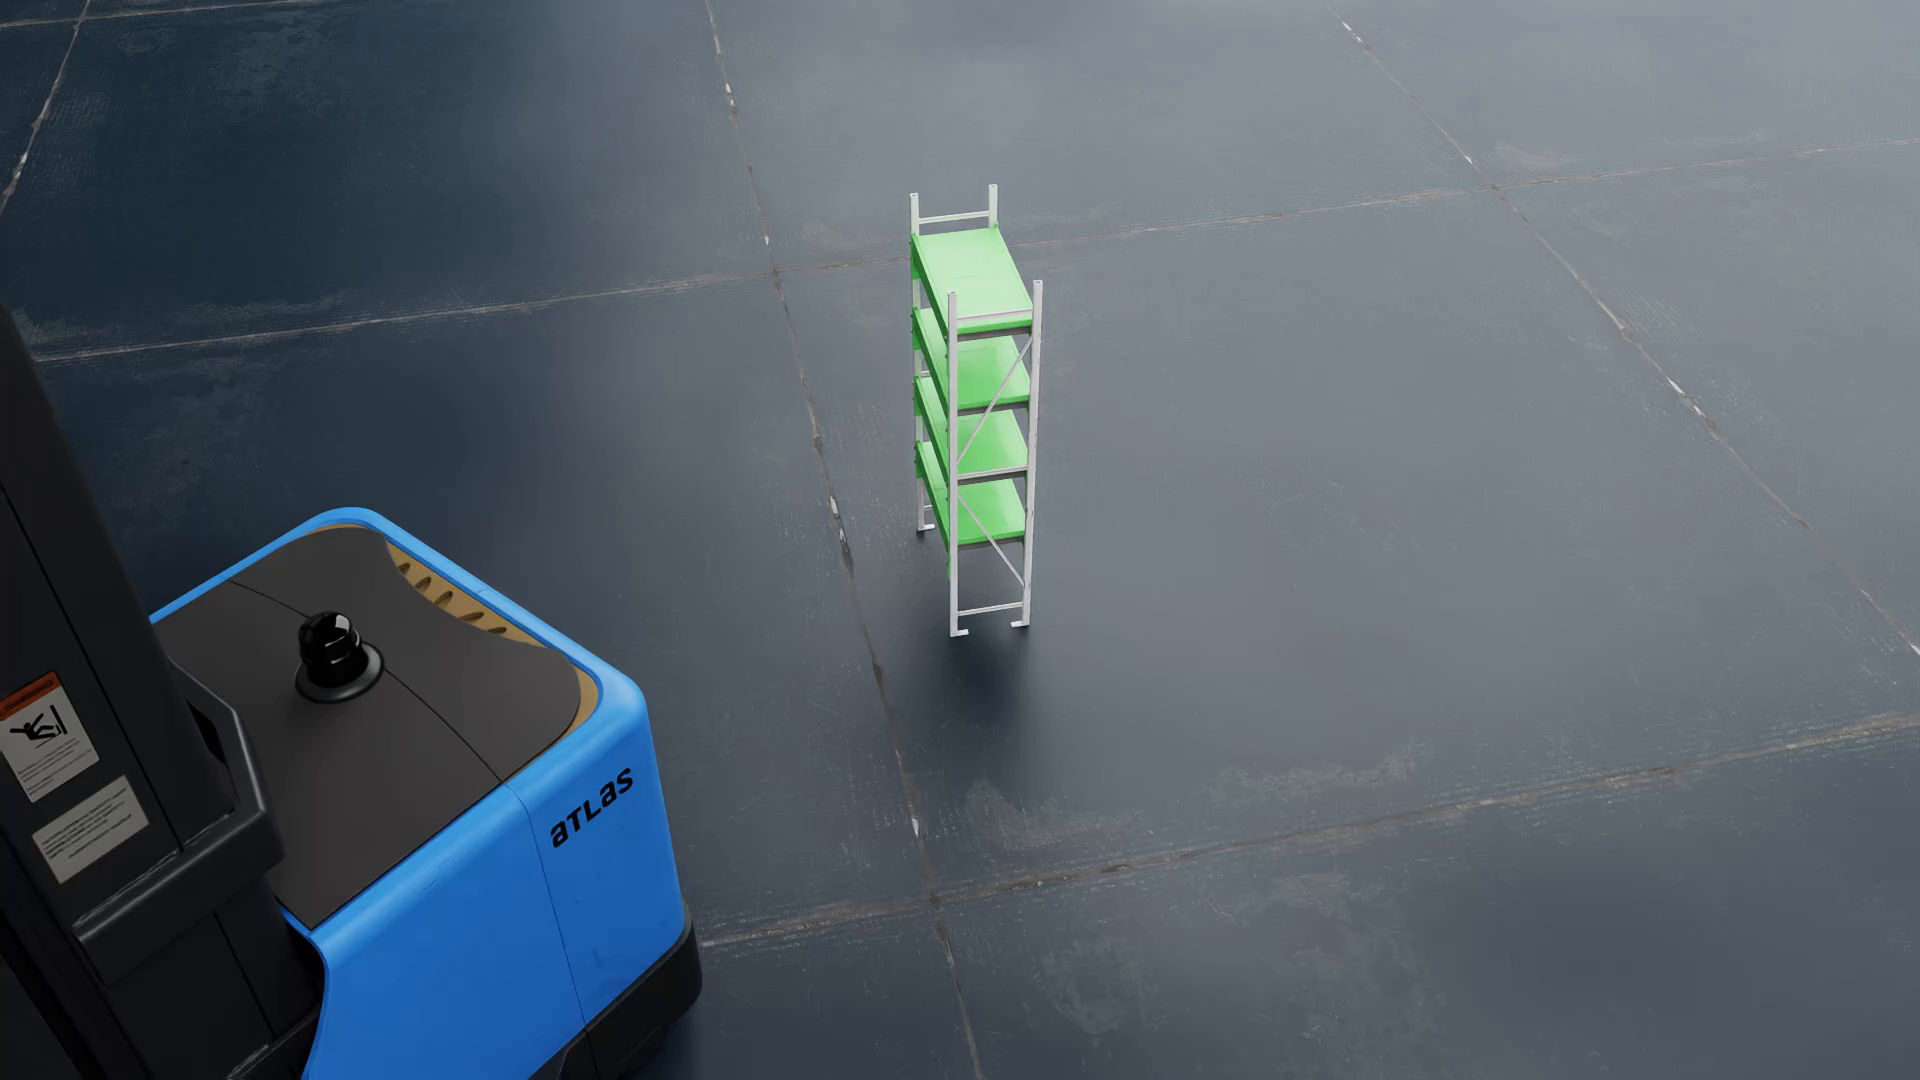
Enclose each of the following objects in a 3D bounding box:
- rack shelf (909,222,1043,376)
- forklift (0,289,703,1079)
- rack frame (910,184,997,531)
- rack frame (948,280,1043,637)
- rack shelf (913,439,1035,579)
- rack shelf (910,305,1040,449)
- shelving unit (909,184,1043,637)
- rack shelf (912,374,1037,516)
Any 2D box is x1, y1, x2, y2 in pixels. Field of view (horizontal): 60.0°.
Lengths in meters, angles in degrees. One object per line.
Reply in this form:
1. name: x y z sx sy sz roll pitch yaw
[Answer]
1. rack shelf: 0.036 -0.653 4.455 0.258 0.148 0.480 -8 42 -9
2. forklift: -1.922 0.572 2.398 1.130 2.935 3.031 28 49 28
3. rack frame: -0.017 -0.500 4.909 0.240 1.200 0.015 -8 42 -9
4. rack frame: 0.088 -0.183 4.553 0.240 1.200 0.015 -8 42 -9
5. rack shelf: 0.036 -0.114 4.933 0.258 0.148 0.480 -8 42 -9
6. rack shelf: 0.036 -0.473 4.614 0.258 0.148 0.480 -8 42 -9
7. shelving unit: 0.036 -0.341 4.731 0.258 1.200 0.503 -8 42 -9
8. rack shelf: 0.036 -0.294 4.773 0.258 0.148 0.480 -8 42 -9
